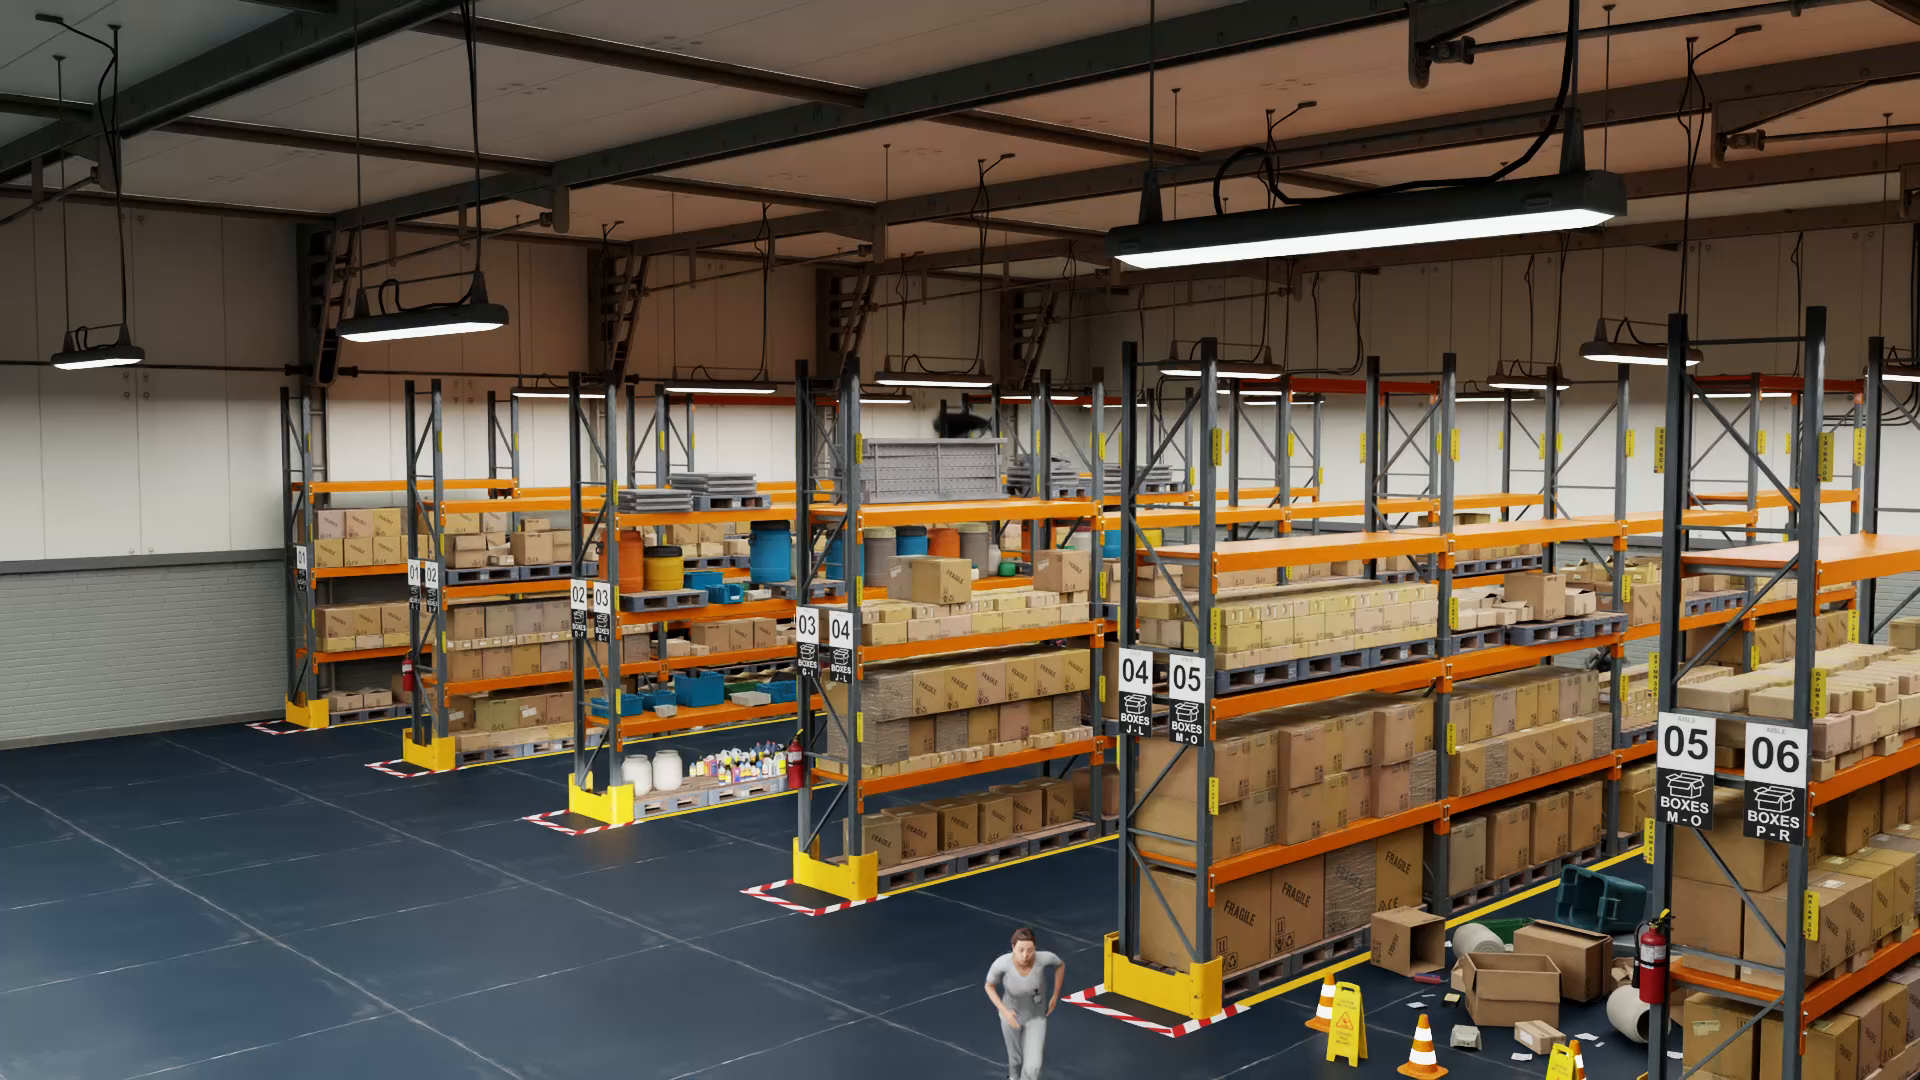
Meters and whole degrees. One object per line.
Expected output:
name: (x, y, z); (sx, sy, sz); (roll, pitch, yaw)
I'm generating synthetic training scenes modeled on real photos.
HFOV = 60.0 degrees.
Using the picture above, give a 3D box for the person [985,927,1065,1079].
person: (0.473, 3.662, 12.406); (0.601, 1.485, 0.994); (0, 4, -4)

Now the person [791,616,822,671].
person: (-2.969, 2.273, 33.557); (0.960, 1.579, 0.644); (-2, 4, -34)

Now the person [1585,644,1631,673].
person: (11.386, 2.479, 29.152); (0.750, 1.663, 0.531); (0, 4, -1)
